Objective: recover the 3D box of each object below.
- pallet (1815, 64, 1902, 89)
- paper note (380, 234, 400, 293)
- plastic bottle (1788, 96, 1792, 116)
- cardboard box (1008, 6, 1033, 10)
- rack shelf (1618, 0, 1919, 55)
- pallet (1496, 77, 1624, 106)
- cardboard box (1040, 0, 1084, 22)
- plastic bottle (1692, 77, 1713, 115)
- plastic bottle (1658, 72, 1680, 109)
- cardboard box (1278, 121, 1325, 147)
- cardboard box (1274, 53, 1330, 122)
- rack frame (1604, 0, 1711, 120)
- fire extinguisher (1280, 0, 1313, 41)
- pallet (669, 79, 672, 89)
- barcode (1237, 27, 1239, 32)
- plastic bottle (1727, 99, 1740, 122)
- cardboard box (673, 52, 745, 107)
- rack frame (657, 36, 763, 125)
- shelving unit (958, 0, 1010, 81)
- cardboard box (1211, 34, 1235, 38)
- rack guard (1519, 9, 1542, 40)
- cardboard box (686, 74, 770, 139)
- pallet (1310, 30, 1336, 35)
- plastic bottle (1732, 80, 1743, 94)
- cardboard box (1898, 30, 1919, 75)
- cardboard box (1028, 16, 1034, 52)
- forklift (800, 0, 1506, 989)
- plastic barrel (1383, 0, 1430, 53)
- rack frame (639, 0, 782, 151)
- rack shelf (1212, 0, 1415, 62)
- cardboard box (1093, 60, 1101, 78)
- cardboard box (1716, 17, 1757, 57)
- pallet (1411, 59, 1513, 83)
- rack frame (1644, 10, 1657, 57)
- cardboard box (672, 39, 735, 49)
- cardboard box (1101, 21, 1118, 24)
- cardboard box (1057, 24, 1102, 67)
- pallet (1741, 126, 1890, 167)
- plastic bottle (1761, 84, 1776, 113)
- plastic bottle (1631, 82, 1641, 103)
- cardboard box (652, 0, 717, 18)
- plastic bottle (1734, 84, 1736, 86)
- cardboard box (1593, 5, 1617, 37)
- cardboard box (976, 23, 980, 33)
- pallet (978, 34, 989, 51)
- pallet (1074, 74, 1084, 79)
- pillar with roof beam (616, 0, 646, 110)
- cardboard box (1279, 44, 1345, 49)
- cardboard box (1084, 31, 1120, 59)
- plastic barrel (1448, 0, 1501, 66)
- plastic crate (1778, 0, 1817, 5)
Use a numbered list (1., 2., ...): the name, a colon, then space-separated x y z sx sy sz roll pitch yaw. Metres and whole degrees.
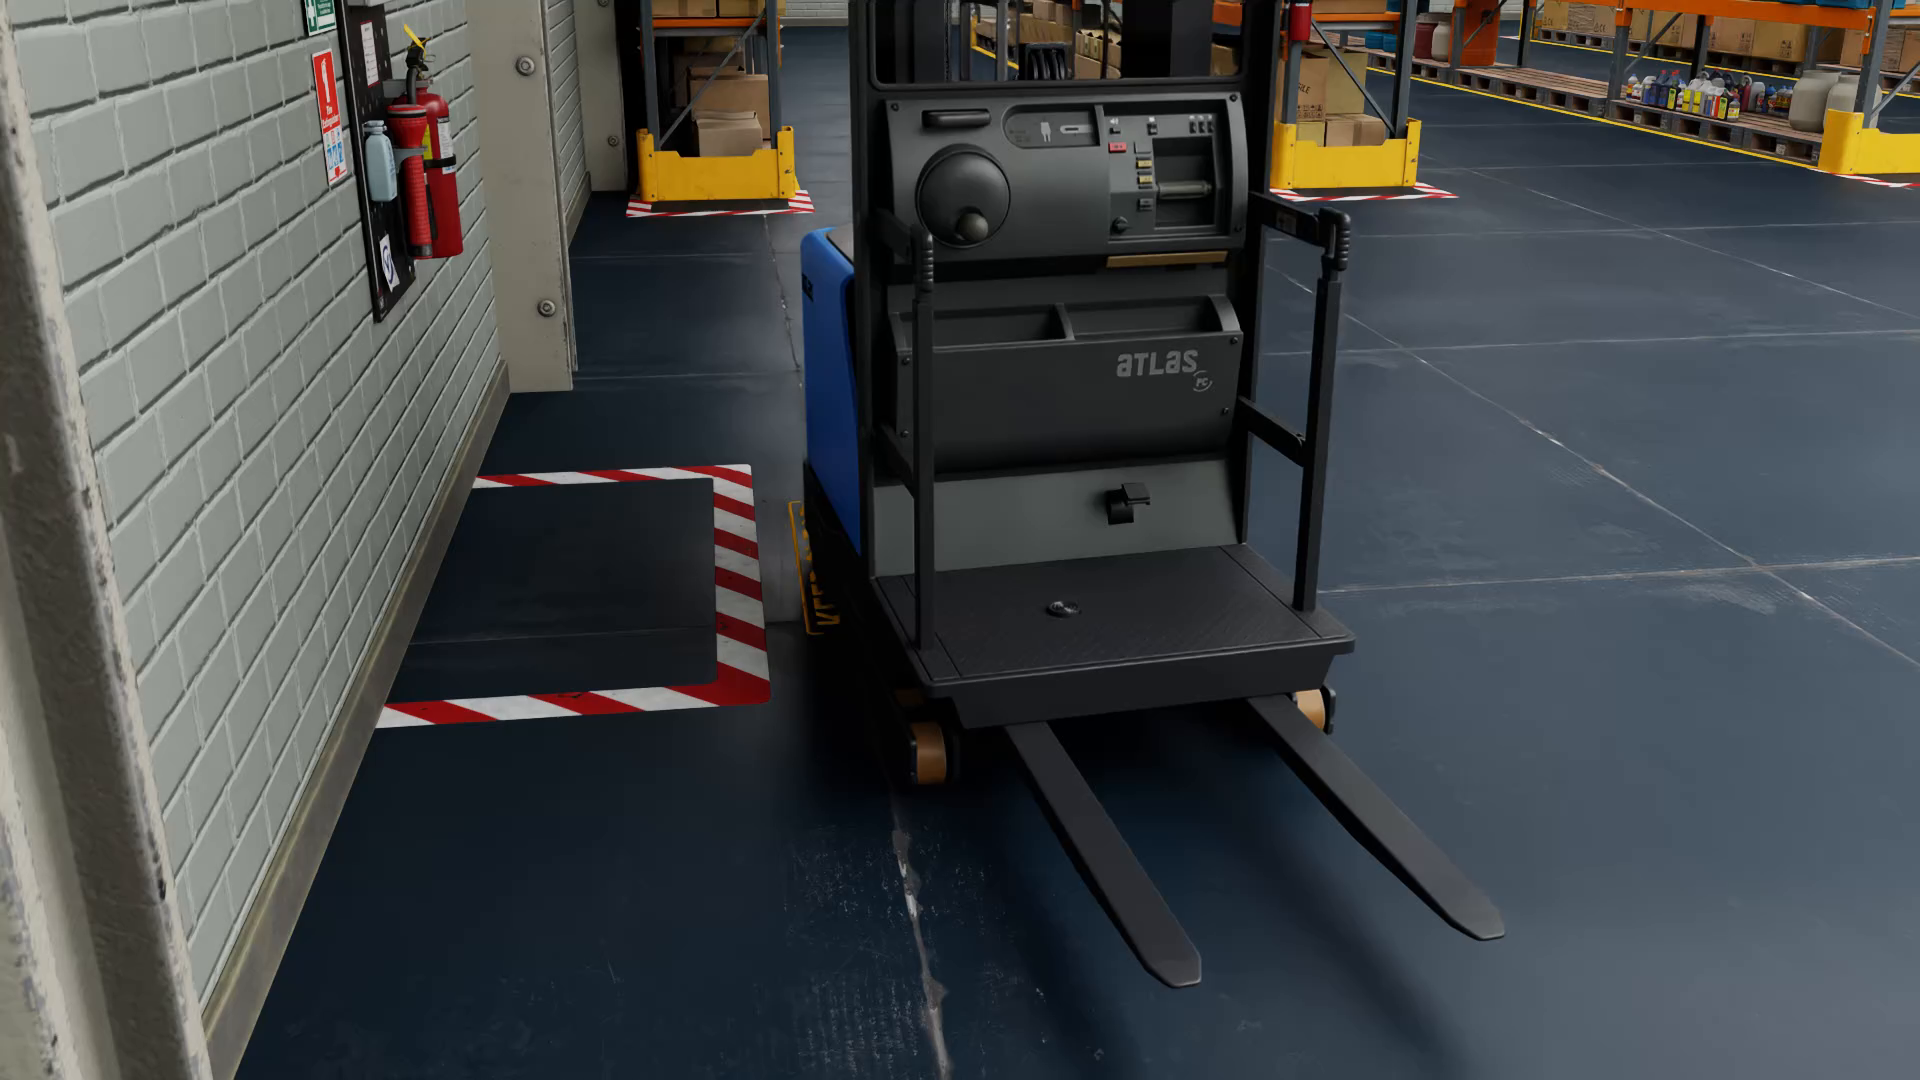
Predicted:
1. pallet: 11.815 -5.965 21.385 1.003 0.211 1.213 -3 21 -8
2. paper note: -1.664 -0.809 4.854 0.016 0.148 0.142 -3 21 -8
3. plastic bottle: 7.988 -4.179 15.870 0.061 0.283 0.133 -3 21 -7
4. cardboard box: 1.048 -8.115 26.096 0.797 0.503 0.637 -3 21 -8
5. rack shelf: 7.667 -4.878 15.517 1.077 0.370 4.000 -3 21 -8
6. pallet: 7.048 -5.294 19.589 1.003 0.211 1.213 -3 21 -8
7. cardboard box: 1.369 -7.115 22.352 0.500 0.250 0.500 -3 21 -9
8. plastic bottle: 7.200 -4.295 16.086 0.144 0.351 0.185 -2 21 -6
9. plastic bottle: 7.112 -4.507 16.652 0.144 0.351 0.185 -4 21 -10
10. cardboard box: 2.684 -3.353 13.736 0.500 0.250 0.500 -3 21 -8
11. cardboard box: 2.682 -3.704 13.605 0.500 0.500 0.500 -3 21 -8
12. rack frame: 7.379 -5.907 17.245 1.000 3.000 0.127 -3 21 -8
13. fire extinguisher: 2.611 -4.173 12.713 0.296 0.674 0.183 -3 21 -8
14. pallet: -2.890 -5.215 19.379 1.003 0.211 1.213 -3 21 -8
15. barcode: 2.852 -5.253 17.065 0.001 0.075 0.075 -3 21 -8
16. plastic bottle: 7.257 -4.031 15.593 0.097 0.201 0.097 0 20 0
17. cardboard box: -2.547 -4.697 16.948 0.700 0.500 0.500 -2 21 -6
18. rack frame: -2.424 -5.407 15.907 1.000 3.000 0.127 -3 21 -8
19. shelving unit: -0.105 -1.125 5.727 0.431 2.100 0.503 -5 21 -13
20. cardboard box: 2.314 -4.569 15.921 0.500 0.500 0.500 -3 21 -8
21. rack guard: 10.547 -9.149 29.498 1.175 0.500 0.348 -3 21 -8
22. cardboard box: -1.997 -3.756 14.428 0.700 0.500 0.500 -4 21 -11
23. pallet: 5.730 -8.468 28.087 1.003 0.211 1.213 -3 21 -8
24. plastic bottle: 7.734 -4.440 16.570 0.061 0.283 0.133 -3 21 -8
25. cardboard box: 12.001 -5.959 20.327 0.700 0.500 0.500 -1 21 -3
26. cardboard box: 1.240 -7.100 23.382 0.500 0.500 0.500 -3 21 -7
27. forklift: 0.330 -0.912 3.970 1.130 2.935 3.031 -5 21 -13
28. plastic barrel: 6.390 -7.456 23.792 0.600 0.901 0.708 -3 21 -8
29. rack frame: -1.848 -4.023 12.199 1.000 3.000 0.127 -3 21 -8
30. rack shelf: 2.765 -4.629 14.851 1.077 0.370 4.000 -3 21 -8
31. cardboard box: 1.839 -5.402 19.223 0.500 0.250 0.500 -3 21 -9
32. cardboard box: 11.504 -7.292 23.390 1.225 0.875 0.875 -3 21 -8
33. pallet: 6.648 -6.257 22.166 1.003 0.211 1.213 -3 21 -8
34. rack frame: 11.127 -8.927 25.330 1.000 3.000 0.127 -3 21 -8
35. cardboard box: -2.886 -5.397 18.822 0.700 0.500 0.500 -3 21 -8
36. cardboard box: 1.969 -6.606 22.059 0.500 0.500 0.500 -3 21 -8
37. cardboard box: 1.533 -6.391 21.483 0.500 0.500 0.500 -2 21 -6
38. pallet: 7.786 -3.521 14.843 1.003 0.211 1.213 -3 21 -8
39. plastic bottle: 7.910 -4.317 16.258 0.097 0.271 0.097 0 20 0
40. plastic bottle: 7.006 -4.635 17.209 0.097 0.201 0.097 0 20 0
41. cardboard box: -2.107 -4.114 12.629 0.500 0.250 0.500 -3 21 -7
42. plastic bottle: 7.850 -4.512 16.762 0.061 0.283 0.133 -2 21 -4
43. cardboard box: 10.981 -8.672 27.085 0.875 0.875 0.875 -3 21 -8
44. cardboard box: 0.467 -8.522 27.691 0.380 0.149 0.250 -3 21 -8
45. pallet: 0.874 -8.205 27.382 1.003 0.211 1.213 -3 21 -8
46. pallet: 1.980 -5.450 20.007 1.003 0.211 1.213 -3 21 -8
47. pillar with roof beam: 0.590 -9.326 17.825 9.100 9.000 0.400 -3 21 -8
48. cardboard box: 3.038 -4.076 14.600 0.500 0.500 0.500 -3 21 -8
49. cardboard box: 1.769 -5.837 19.586 0.500 0.311 0.500 -3 21 -9
50. plastic barrel: 6.715 -6.641 21.710 0.600 0.830 0.708 -3 21 -8
51. plastic crate: 7.499 -4.836 14.589 0.499 0.251 0.408 -3 21 -8
